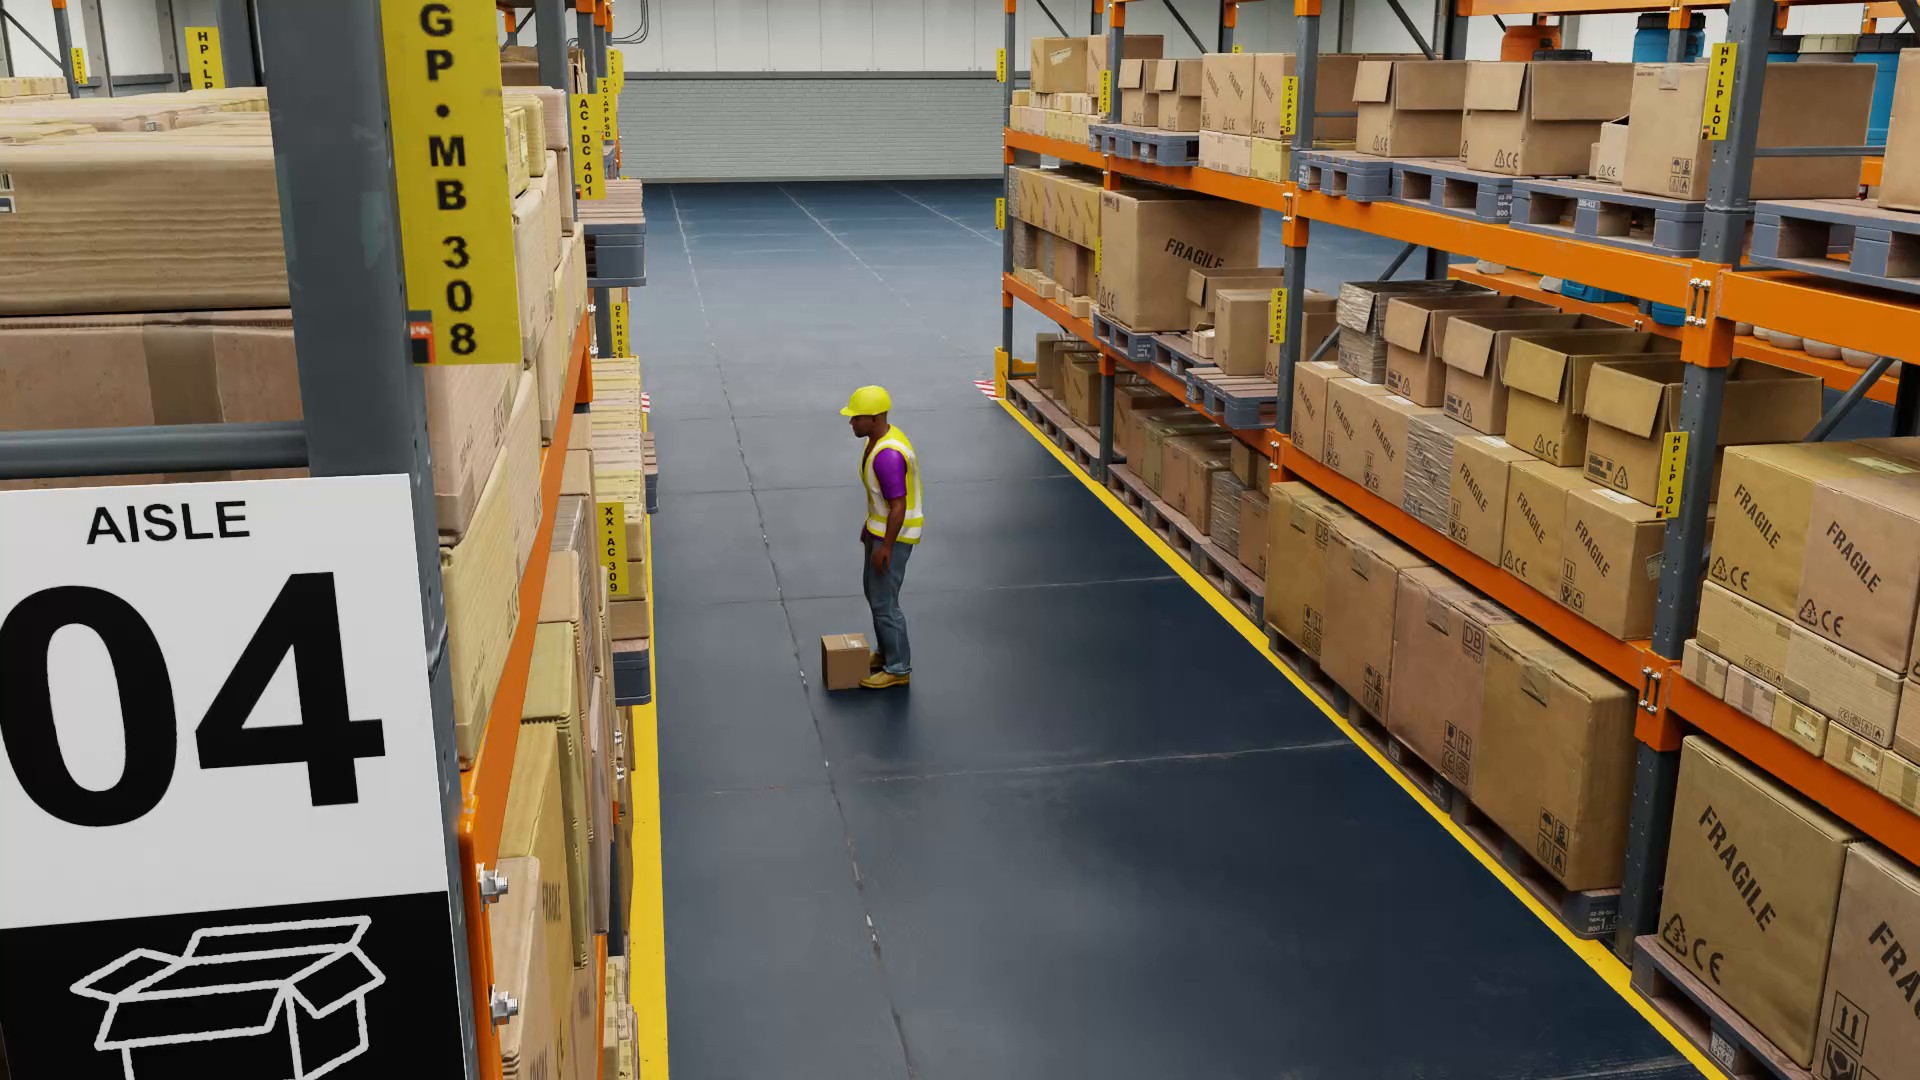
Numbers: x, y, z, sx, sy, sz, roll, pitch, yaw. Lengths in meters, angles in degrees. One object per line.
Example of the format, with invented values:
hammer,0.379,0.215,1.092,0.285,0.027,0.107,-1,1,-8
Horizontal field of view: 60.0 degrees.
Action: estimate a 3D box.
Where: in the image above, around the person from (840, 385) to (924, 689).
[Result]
person,-0.450,-0.028,9.599,0.456,1.761,0.627,-3,17,-10
